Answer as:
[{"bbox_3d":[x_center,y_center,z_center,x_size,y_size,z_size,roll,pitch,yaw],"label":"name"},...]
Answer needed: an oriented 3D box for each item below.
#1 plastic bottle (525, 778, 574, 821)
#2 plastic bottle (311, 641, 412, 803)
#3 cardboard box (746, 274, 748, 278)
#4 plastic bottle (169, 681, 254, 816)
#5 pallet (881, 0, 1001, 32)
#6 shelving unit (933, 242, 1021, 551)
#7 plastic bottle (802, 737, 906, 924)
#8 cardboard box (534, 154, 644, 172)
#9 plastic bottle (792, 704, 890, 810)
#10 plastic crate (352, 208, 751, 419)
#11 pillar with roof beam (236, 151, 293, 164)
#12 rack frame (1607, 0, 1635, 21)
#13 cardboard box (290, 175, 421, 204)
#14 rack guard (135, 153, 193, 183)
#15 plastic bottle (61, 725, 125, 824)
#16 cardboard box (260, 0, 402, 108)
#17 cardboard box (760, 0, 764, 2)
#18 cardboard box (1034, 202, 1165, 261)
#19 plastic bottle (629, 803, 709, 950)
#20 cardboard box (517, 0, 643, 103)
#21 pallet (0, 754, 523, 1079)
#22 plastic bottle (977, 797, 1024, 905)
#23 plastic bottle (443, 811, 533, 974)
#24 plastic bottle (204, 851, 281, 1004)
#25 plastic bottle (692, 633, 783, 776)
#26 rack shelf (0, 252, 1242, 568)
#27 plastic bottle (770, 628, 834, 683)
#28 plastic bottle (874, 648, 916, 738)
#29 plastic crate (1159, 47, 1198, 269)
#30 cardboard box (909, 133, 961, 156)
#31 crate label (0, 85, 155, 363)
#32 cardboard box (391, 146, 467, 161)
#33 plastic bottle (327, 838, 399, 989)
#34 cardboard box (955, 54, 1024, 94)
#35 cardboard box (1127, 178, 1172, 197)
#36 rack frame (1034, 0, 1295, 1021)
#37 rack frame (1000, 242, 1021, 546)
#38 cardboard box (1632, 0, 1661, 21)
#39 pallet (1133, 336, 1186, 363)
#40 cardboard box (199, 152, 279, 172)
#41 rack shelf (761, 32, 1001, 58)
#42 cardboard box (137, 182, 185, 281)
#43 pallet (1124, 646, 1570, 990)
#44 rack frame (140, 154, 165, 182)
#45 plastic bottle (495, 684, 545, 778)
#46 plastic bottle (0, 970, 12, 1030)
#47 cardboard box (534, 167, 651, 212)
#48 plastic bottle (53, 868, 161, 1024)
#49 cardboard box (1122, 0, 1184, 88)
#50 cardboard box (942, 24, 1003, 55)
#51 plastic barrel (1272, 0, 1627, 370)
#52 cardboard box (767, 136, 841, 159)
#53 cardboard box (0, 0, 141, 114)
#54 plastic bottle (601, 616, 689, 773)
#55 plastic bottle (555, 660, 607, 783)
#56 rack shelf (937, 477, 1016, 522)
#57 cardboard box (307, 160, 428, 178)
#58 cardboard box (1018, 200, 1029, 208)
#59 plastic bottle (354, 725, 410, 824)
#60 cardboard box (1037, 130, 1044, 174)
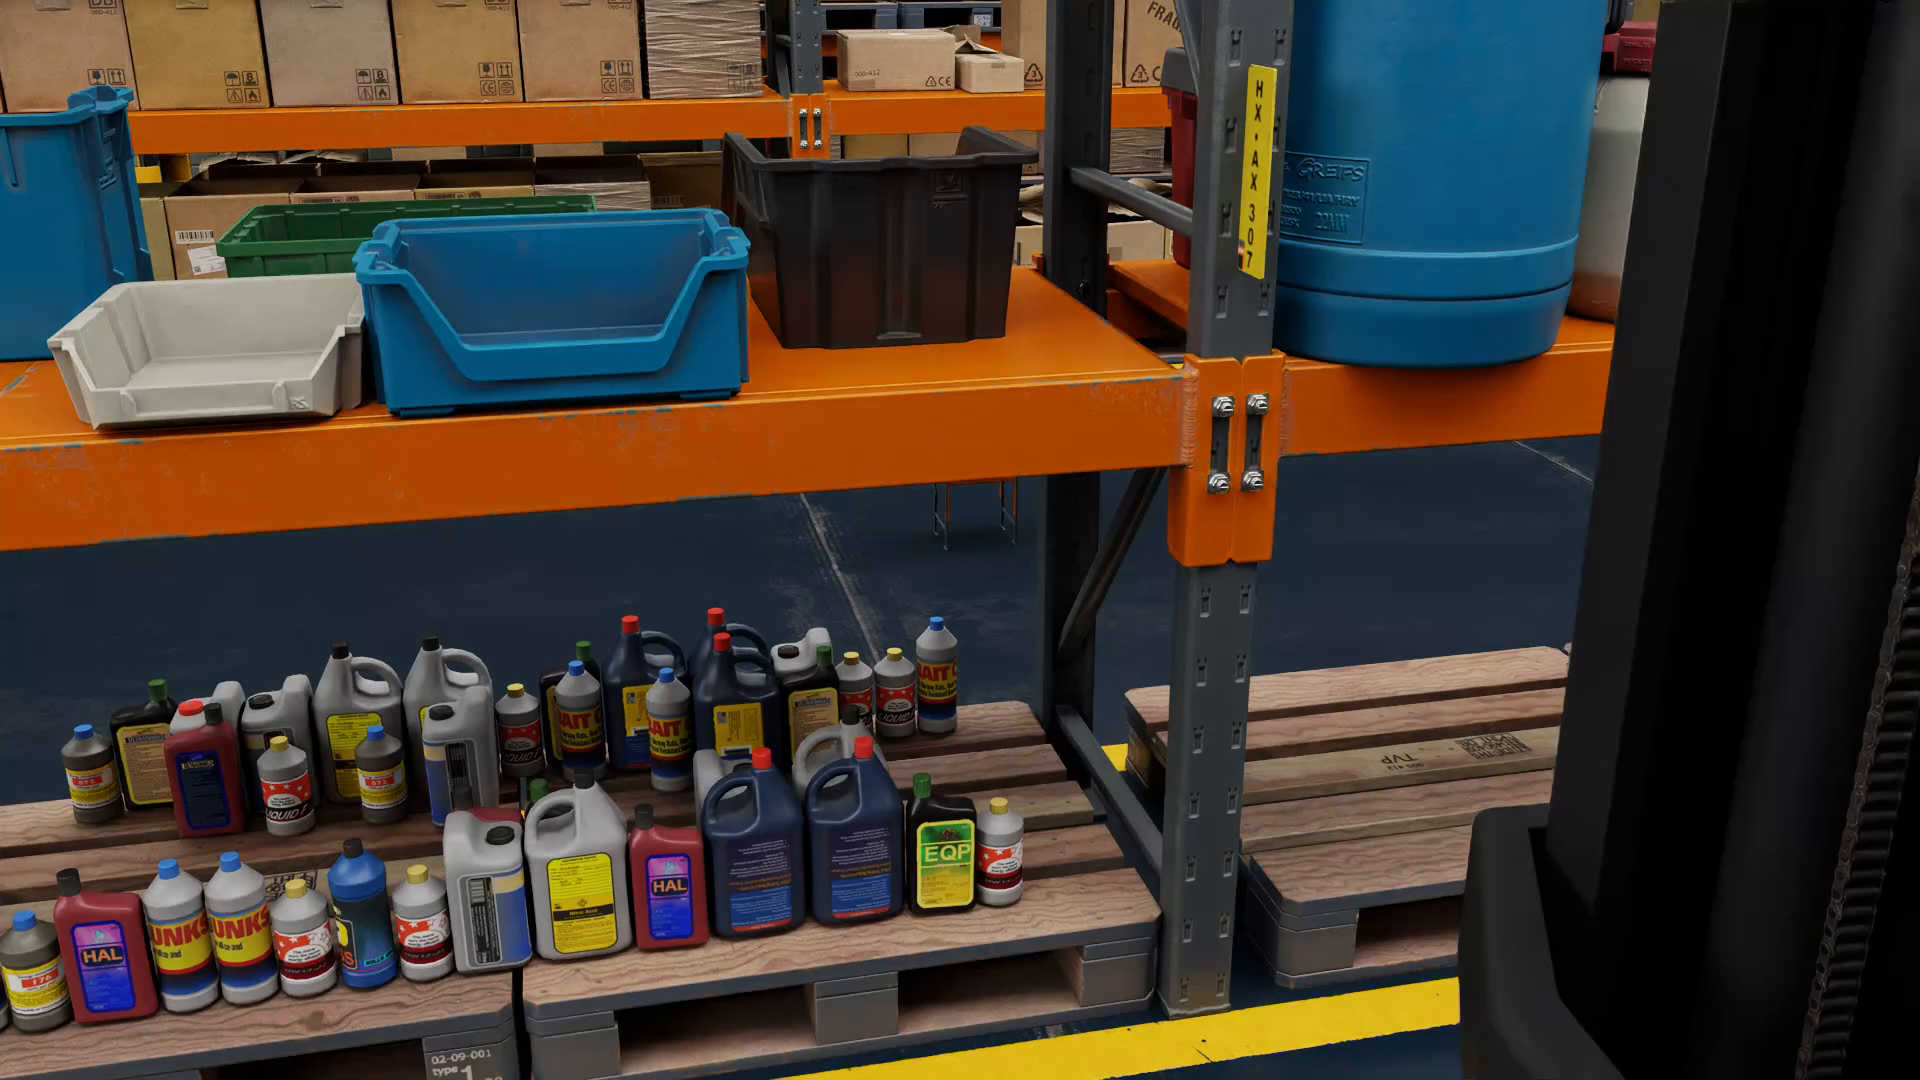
[{"bbox_3d":[-0.754,0.584,3.169,0.133,0.283,0.061,-5,21,-12],"label":"plastic bottle"},{"bbox_3d":[-1.303,0.385,3.615,0.185,0.351,0.144,-4,20,-10],"label":"plastic bottle"},{"bbox_3d":[-1.181,-1.095,7.831,0.500,0.250,0.500,-5,21,-12],"label":"cardboard box"},{"bbox_3d":[-1.598,0.445,3.558,0.135,0.276,0.152,-4,21,-12],"label":"plastic bottle"},{"bbox_3d":[0.052,-4.013,12.688,1.213,0.211,1.003,-5,21,-12],"label":"pallet"},{"bbox_3d":[0.052,-0.497,5.646,0.252,1.050,0.215,-5,21,-12],"label":"shelving unit"},{"bbox_3d":[-0.204,0.544,3.180,0.185,0.351,0.144,-5,21,-14],"label":"plastic bottle"},{"bbox_3d":[-1.788,-1.583,8.072,0.500,0.500,0.500,-5,21,-12],"label":"cardboard box"},{"bbox_3d":[-0.237,0.496,3.312,0.185,0.351,0.144,-5,21,-12],"label":"plastic bottle"},{"bbox_3d":[-0.658,-0.392,2.741,0.616,0.251,0.499,-5,21,-12],"label":"plastic crate"},{"bbox_3d":[-4.343,-5.361,7.367,0.400,9.000,9.100,-5,21,-12],"label":"pillar with roof beam"},{"bbox_3d":[3.113,-2.616,8.594,0.127,3.000,1.000,-5,21,-12],"label":"rack frame"},{"bbox_3d":[-2.639,-1.327,7.372,0.500,0.500,0.500,-5,21,-12],"label":"cardboard box"},{"bbox_3d":[-5.742,-2.473,11.838,0.348,0.500,1.175,-5,21,-12],"label":"rack guard"},{"bbox_3d":[-1.850,0.491,3.542,0.097,0.201,0.097,0,20,0],"label":"plastic bottle"},{"bbox_3d":[-2.709,-2.186,7.275,0.500,0.500,0.700,-4,21,-11],"label":"cardboard box"},{"bbox_3d":[-1.420,-4.239,12.242,0.500,0.500,0.700,-5,21,-12],"label":"cardboard box"},{"bbox_3d":[0.672,-1.497,8.112,0.500,0.311,0.500,-5,21,-14],"label":"cardboard box"},{"bbox_3d":[-0.540,0.618,3.077,0.133,0.283,0.061,-3,20,-9],"label":"plastic bottle"},{"bbox_3d":[-1.722,-2.265,7.491,0.500,0.500,0.700,-5,21,-13],"label":"cardboard box"},{"bbox_3d":[-1.496,0.806,3.309,1.213,0.211,1.003,-5,21,-12],"label":"pallet"},{"bbox_3d":[0.075,0.600,3.245,0.097,0.201,0.097,0,20,0],"label":"plastic bottle"},{"bbox_3d":[-0.864,0.631,3.050,0.135,0.276,0.152,-4,21,-11],"label":"plastic bottle"},{"bbox_3d":[-1.269,0.676,2.935,0.097,0.271,0.097,0,20,0],"label":"plastic bottle"},{"bbox_3d":[-0.491,0.370,3.656,0.185,0.351,0.144,-5,21,-12],"label":"plastic bottle"},{"bbox_3d":[-1.590,-0.145,2.894,4.000,0.370,1.077,-5,21,-12],"label":"rack shelf"},{"bbox_3d":[-0.363,0.345,3.832,0.135,0.276,0.152,-4,20,-11],"label":"plastic bottle"},{"bbox_3d":[-0.153,0.353,3.918,0.097,0.201,0.097,0,20,0],"label":"plastic bottle"},{"bbox_3d":[0.757,-0.812,3.576,0.583,0.464,0.402,-5,21,-12],"label":"plastic crate"},{"bbox_3d":[-0.214,-3.138,13.015,0.500,0.500,0.700,-4,21,-12],"label":"cardboard box"},{"bbox_3d":[-1.807,-0.577,2.977,0.616,0.435,0.502,-5,21,-12],"label":"crate label"},{"bbox_3d":[-3.842,-2.784,12.049,0.500,0.500,0.700,-6,21,-16],"label":"cardboard box"},{"bbox_3d":[-1.072,0.660,2.979,0.097,0.271,0.097,0,20,0],"label":"plastic bottle"},{"bbox_3d":[0.130,-2.183,7.778,0.250,0.149,0.380,-5,21,-12],"label":"cardboard box"},{"bbox_3d":[1.029,-1.717,8.713,0.500,0.311,0.500,-5,21,-13],"label":"cardboard box"},{"bbox_3d":[0.357,-0.641,3.203,0.127,3.000,1.000,-5,21,-12],"label":"rack frame"},{"bbox_3d":[0.171,-0.507,5.672,0.008,1.050,0.200,-5,21,-12],"label":"rack frame"},{"bbox_3d":[3.700,-2.947,8.744,0.500,0.500,0.700,-12,24,-31],"label":"cardboard box"},{"bbox_3d":[1.118,-1.159,8.671,1.213,0.211,1.003,-5,21,-12],"label":"pallet"},{"bbox_3d":[-5.122,-2.609,11.846,0.500,0.311,0.500,-7,21,-19],"label":"cardboard box"},{"bbox_3d":[0.023,-3.777,12.812,4.000,0.370,1.077,-5,21,-12],"label":"rack shelf"},{"bbox_3d":[-3.613,-1.249,7.160,0.500,0.500,0.500,-5,21,-12],"label":"cardboard box"},{"bbox_3d":[1.112,0.593,3.888,1.213,0.211,1.003,-5,21,-12],"label":"pallet"},{"bbox_3d":[-5.816,-3.640,11.391,0.127,3.000,1.000,-5,21,-12],"label":"rack frame"},{"bbox_3d":[-0.989,0.421,3.733,0.097,0.201,0.097,0,20,0],"label":"plastic bottle"},{"bbox_3d":[-1.700,0.711,2.839,0.097,0.271,0.097,0,20,0],"label":"plastic bottle"},{"bbox_3d":[-1.670,-1.412,7.604,0.500,0.500,0.500,-5,21,-12],"label":"cardboard box"},{"bbox_3d":[-1.475,0.694,2.869,0.133,0.283,0.061,-4,21,-12],"label":"plastic bottle"},{"bbox_3d":[0.972,-2.483,8.086,0.500,0.500,0.500,-5,21,-12],"label":"cardboard box"},{"bbox_3d":[0.034,-2.367,8.111,0.258,0.266,0.396,-5,21,-14],"label":"cardboard box"},{"bbox_3d":[0.802,-0.805,2.923,0.708,0.901,0.600,-5,21,-12],"label":"plastic barrel"},{"bbox_3d":[-1.211,-3.054,12.784,0.500,0.500,0.700,-4,20,-11],"label":"cardboard box"},{"bbox_3d":[-3.705,-2.105,7.055,0.500,0.500,0.700,-4,21,-11],"label":"cardboard box"},{"bbox_3d":[-0.708,0.336,3.747,0.185,0.351,0.144,-6,21,-15],"label":"plastic bottle"},{"bbox_3d":[-0.843,0.398,3.694,0.097,0.271,0.097,0,20,0],"label":"plastic bottle"},{"bbox_3d":[0.052,-0.226,5.745,0.240,0.259,0.215,-5,21,-12],"label":"rack shelf"},{"bbox_3d":[-2.762,-1.506,7.861,0.500,0.500,0.500,-5,21,-12],"label":"cardboard box"},{"bbox_3d":[0.053,-1.640,8.502,0.500,0.311,0.500,-4,21,-11],"label":"cardboard box"},{"bbox_3d":[-1.232,0.492,3.540,0.097,0.201,0.097,0,20,0],"label":"plastic bottle"},{"bbox_3d":[0.753,-3.230,13.266,0.500,0.500,0.700,-5,21,-13],"label":"cardboard box"}]
